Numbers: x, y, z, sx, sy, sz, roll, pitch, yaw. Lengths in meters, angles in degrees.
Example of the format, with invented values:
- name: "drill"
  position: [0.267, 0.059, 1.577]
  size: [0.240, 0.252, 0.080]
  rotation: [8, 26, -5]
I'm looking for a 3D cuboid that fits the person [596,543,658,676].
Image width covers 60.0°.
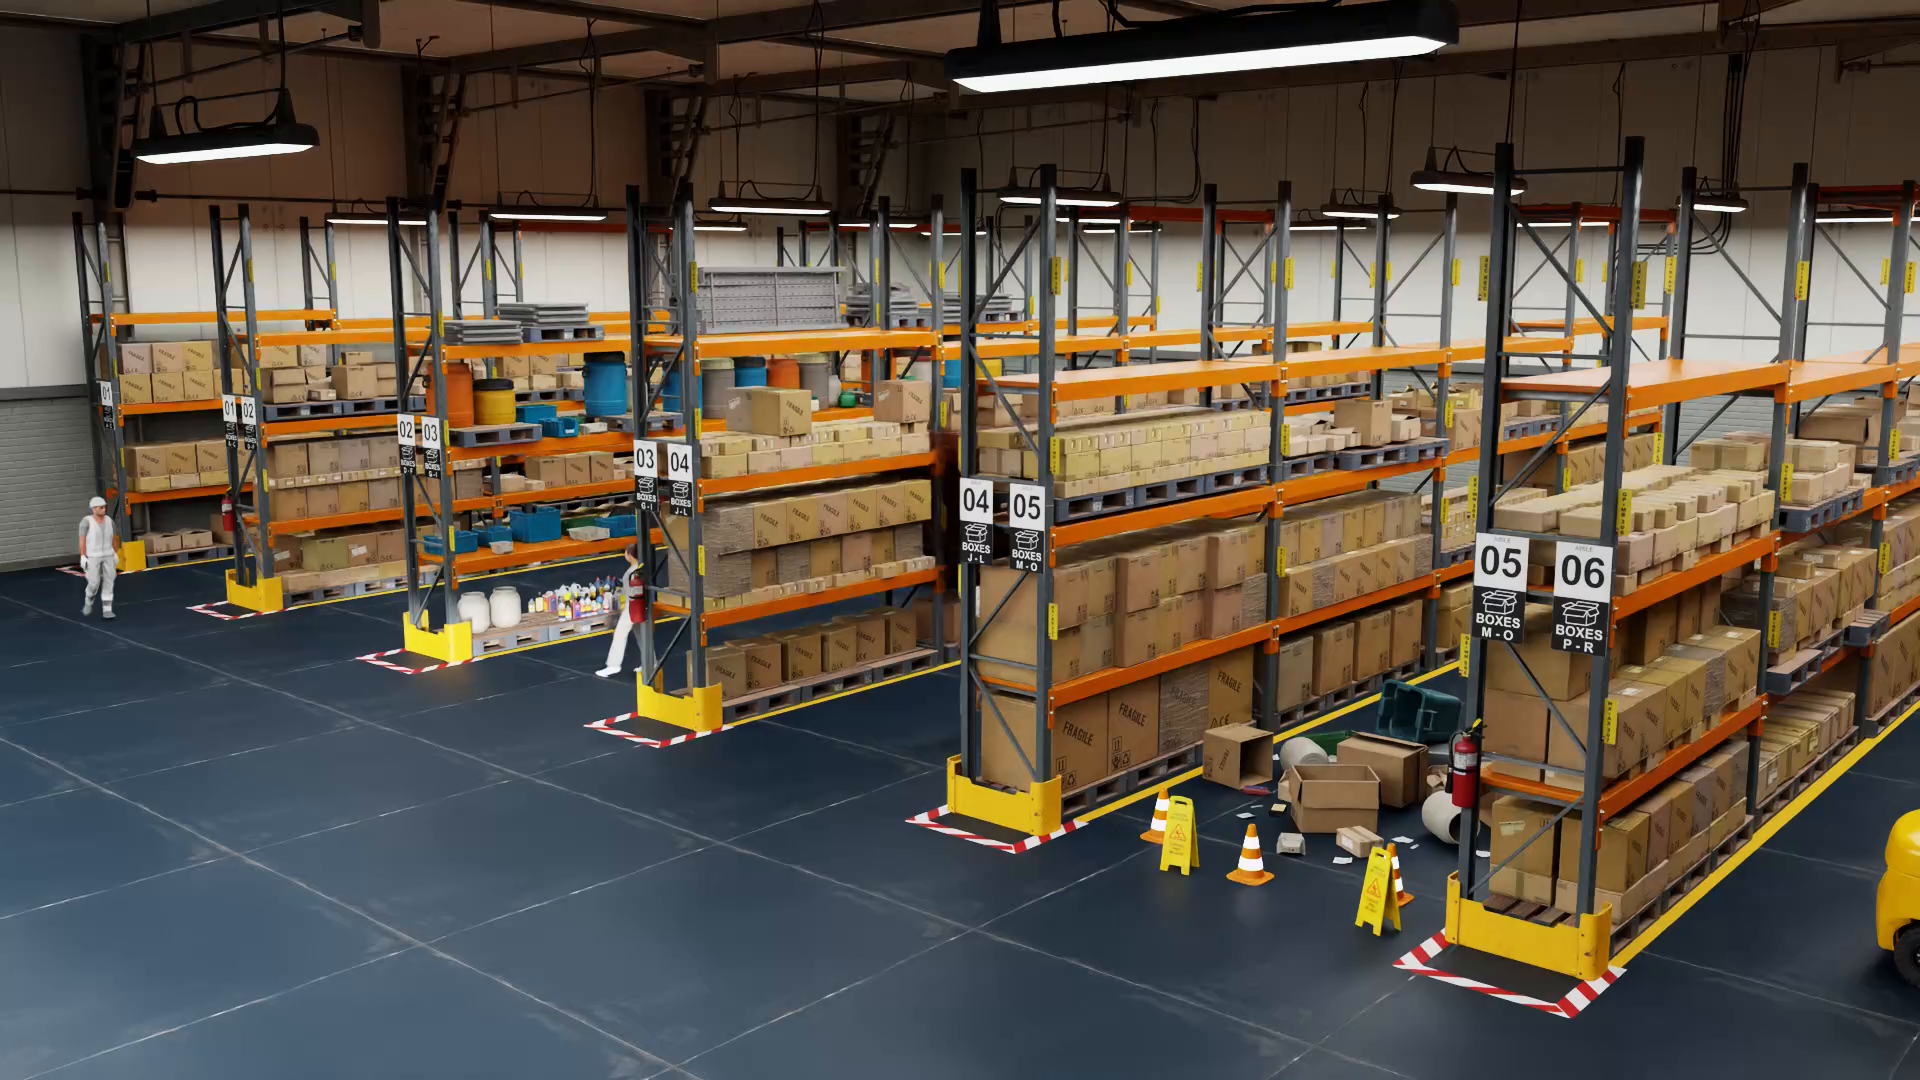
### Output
- name: "person"
  position: [-4.194, 0.875, 21.019]
  size: [0.716, 1.649, 0.562]
  rotation: [1, 10, 8]

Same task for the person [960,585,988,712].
- name: "person"
  position: [0.272, 1.105, 18.304]
  size: [0.462, 1.649, 0.618]
  rotation: [6, 11, 32]

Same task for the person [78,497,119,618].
- name: "person"
  position: [-12.583, 0.253, 24.247]
  size: [0.511, 1.788, 0.574]
  rotation: [7, 12, 37]
